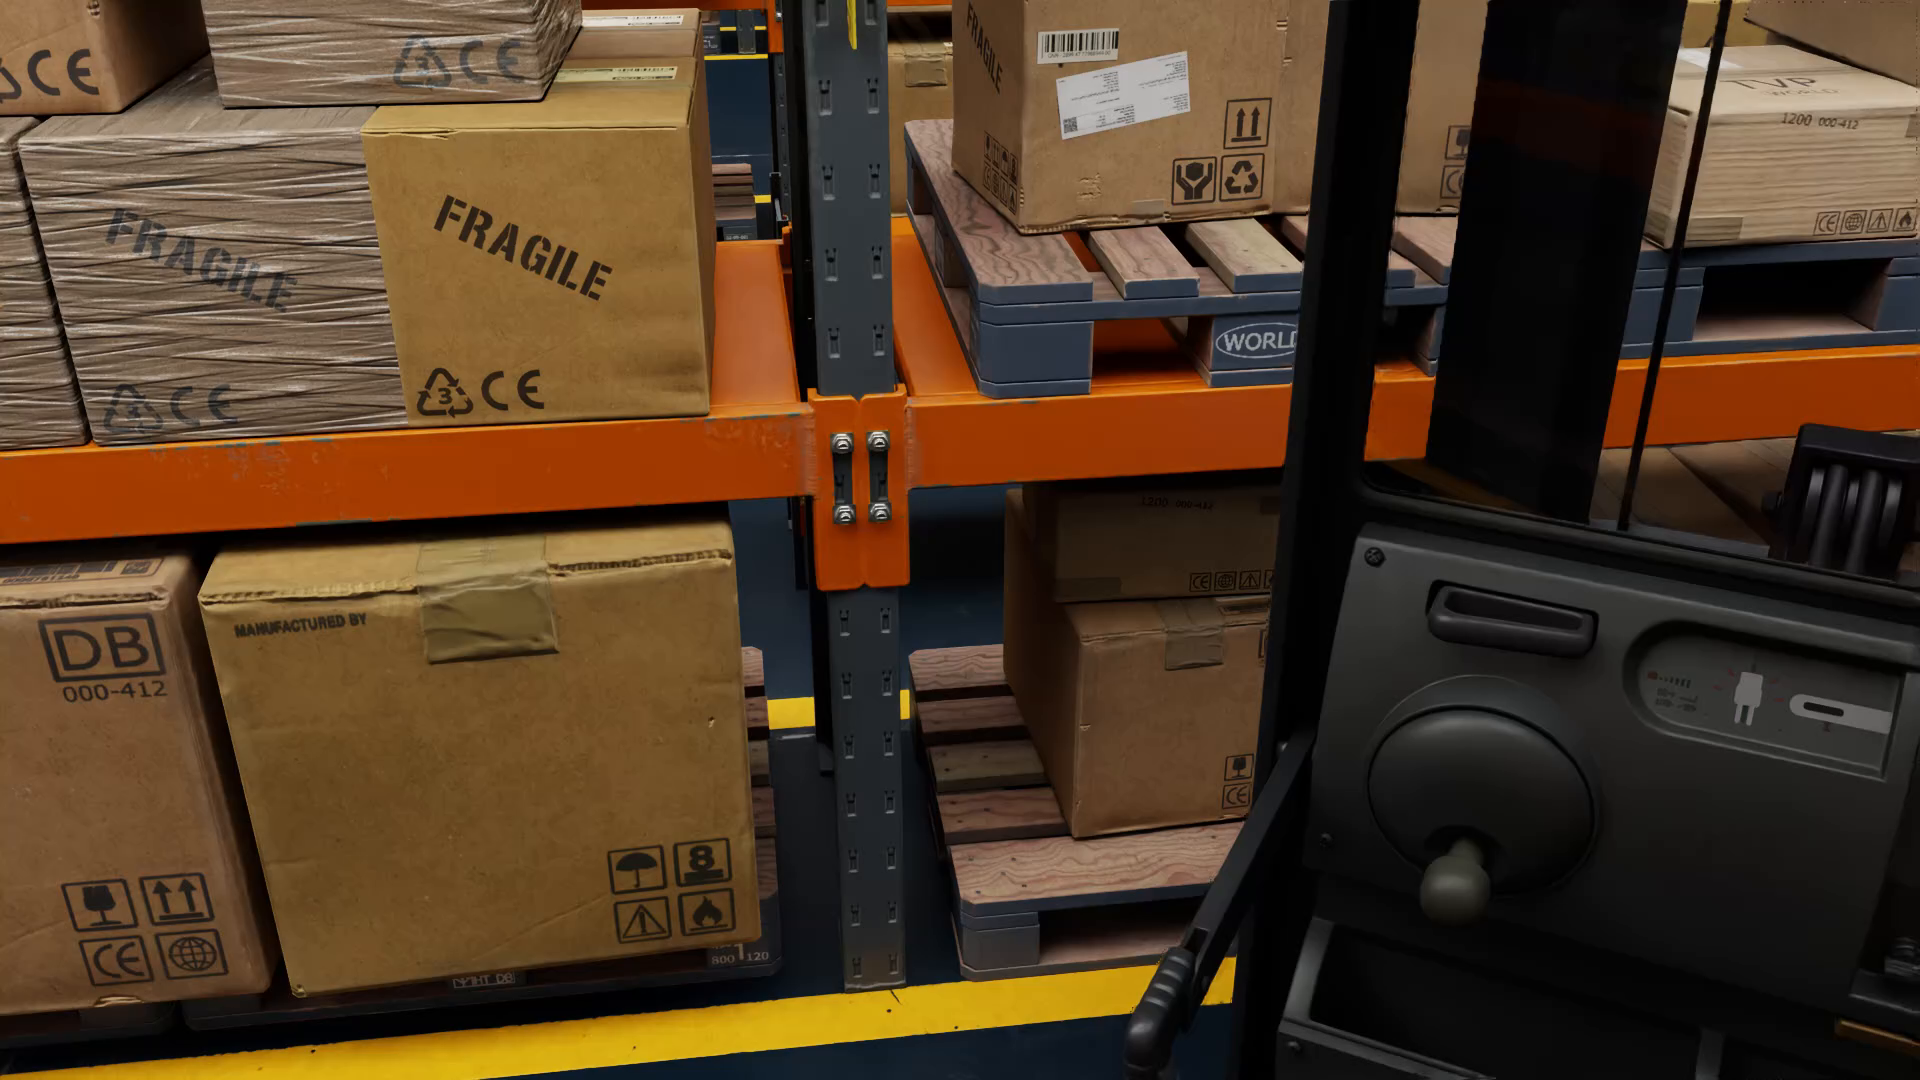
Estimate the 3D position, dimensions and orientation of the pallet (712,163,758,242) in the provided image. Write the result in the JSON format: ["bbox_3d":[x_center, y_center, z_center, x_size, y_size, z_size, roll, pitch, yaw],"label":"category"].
[{"bbox_3d":[-1.608,-1.588,8.113,1.213,0.211,1.003,-4,27,-7],"label":"pallet"}]

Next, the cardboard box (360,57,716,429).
[{"bbox_3d":[-0.697,-0.530,2.887,0.500,0.500,0.500,-3,27,-6],"label":"cardboard box"}]

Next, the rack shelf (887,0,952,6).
[{"bbox_3d":[1.146,-2.685,7.984,4.000,0.370,1.077,-4,27,-7],"label":"rack shelf"}]

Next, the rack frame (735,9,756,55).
[{"bbox_3d":[-1.624,-5.109,11.921,0.127,3.000,1.000,-4,27,-7],"label":"rack frame"}]

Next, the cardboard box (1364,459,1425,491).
[{"bbox_3d":[0.940,-0.141,3.673,0.500,0.250,0.500,-1,27,-1],"label":"cardboard box"}]

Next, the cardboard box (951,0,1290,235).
[{"bbox_3d":[0.286,-0.913,3.173,0.500,0.500,0.500,-7,28,-13],"label":"cardboard box"}]

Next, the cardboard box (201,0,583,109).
[{"bbox_3d":[-0.969,-1.080,2.861,0.637,0.503,0.797,-3,27,-5],"label":"cardboard box"}]

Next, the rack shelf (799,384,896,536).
[{"bbox_3d":[-0.007,-0.282,5.104,1.000,0.278,0.538,-4,27,-7],"label":"rack shelf"}]

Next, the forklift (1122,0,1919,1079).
[{"bbox_3d":[0.740,0.296,1.462,1.130,2.935,3.031,12,30,23],"label":"forklift"}]

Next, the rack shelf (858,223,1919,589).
[{"bbox_3d":[1.737,-0.436,3.602,4.000,0.370,1.077,-4,27,-7],"label":"rack shelf"}]

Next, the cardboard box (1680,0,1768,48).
[{"bbox_3d":[3.759,-2.382,8.473,0.875,0.875,0.875,-3,27,-6],"label":"cardboard box"}]

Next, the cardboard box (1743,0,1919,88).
[{"bbox_3d":[2.014,-0.964,3.270,0.637,0.503,0.797,-1,27,-2],"label":"cardboard box"}]

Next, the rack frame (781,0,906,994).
[{"bbox_3d":[-0.243,-0.629,3.190,0.127,3.000,1.000,-4,27,-7],"label":"rack frame"}]

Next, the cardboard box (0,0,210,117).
[{"bbox_3d":[-1.615,-1.040,2.783,0.637,0.503,0.797,-3,27,-6],"label":"cardboard box"}]

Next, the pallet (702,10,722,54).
[{"bbox_3d":[-2.415,-3.852,12.526,1.213,0.211,1.003,-4,27,-7],"label":"pallet"}]

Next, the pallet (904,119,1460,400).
[{"bbox_3d":[0.448,-0.637,3.416,1.003,0.211,1.213,-4,27,-7],"label":"pallet"}]

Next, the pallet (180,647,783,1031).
[{"bbox_3d":[-1.034,0.628,3.795,1.213,0.211,1.003,-4,27,-7],"label":"pallet"}]

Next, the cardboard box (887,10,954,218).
[{"bbox_3d":[-0.219,-2.061,7.986,0.750,0.750,1.050,-4,27,-8],"label":"cardboard box"}]

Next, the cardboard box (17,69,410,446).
[{"bbox_3d":[-1.192,-0.501,2.831,0.500,0.500,0.500,-4,27,-8],"label":"cardboard box"}]

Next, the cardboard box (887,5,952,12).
[{"bbox_3d":[-0.333,-4.208,12.585,0.625,0.372,0.950,-4,27,-8],"label":"cardboard box"}]

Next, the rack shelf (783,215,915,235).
[{"bbox_3d":[-0.007,-0.760,4.859,1.000,0.278,0.538,-4,27,-7],"label":"rack shelf"}]

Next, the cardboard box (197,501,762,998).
[{"bbox_3d":[-0.929,0.164,3.512,0.875,0.875,1.225,-5,28,-10],"label":"cardboard box"}]

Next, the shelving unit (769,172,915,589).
[{"bbox_3d":[-0.007,-0.500,4.992,1.048,1.125,0.538,-4,27,-7],"label":"shelving unit"}]

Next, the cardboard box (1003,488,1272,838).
[{"bbox_3d":[0.417,0.236,3.761,0.500,0.500,0.700,-5,28,-10],"label":"cardboard box"}]

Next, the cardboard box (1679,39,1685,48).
[{"bbox_3d":[1.370,-0.984,3.569,0.258,0.266,0.396,-4,27,-9],"label":"cardboard box"}]

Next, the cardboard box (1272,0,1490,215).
[{"bbox_3d":[0.825,-0.993,3.330,0.500,0.500,0.700,0,27,1],"label":"cardboard box"}]

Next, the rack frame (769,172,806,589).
[{"bbox_3d":[-0.510,-0.468,4.929,0.032,1.125,0.500,-4,27,-7],"label":"rack frame"}]

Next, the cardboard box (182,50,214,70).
[{"bbox_3d":[-1.273,-0.732,3.280,0.500,0.500,0.500,-4,27,-9],"label":"cardboard box"}]

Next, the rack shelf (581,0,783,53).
[{"bbox_3d":[-2.815,-2.430,7.488,4.000,0.370,1.077,-4,27,-7],"label":"rack shelf"}]

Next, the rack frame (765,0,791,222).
[{"bbox_3d":[-0.834,-2.877,7.572,0.127,3.000,1.000,-4,27,-7],"label":"rack frame"}]

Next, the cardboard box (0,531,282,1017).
[{"bbox_3d":[-1.813,0.217,3.408,0.875,0.875,1.225,-4,27,-7],"label":"cardboard box"}]

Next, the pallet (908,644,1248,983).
[{"bbox_3d":[0.531,0.563,3.922,1.213,0.211,1.003,-4,27,-7],"label":"pallet"}]

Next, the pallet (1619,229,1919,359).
[{"bbox_3d":[1.711,-0.688,3.515,1.213,0.211,1.003,-4,27,-7],"label":"pallet"}]

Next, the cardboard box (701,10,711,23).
[{"bbox_3d":[-2.319,-4.344,12.298,0.875,0.875,0.875,-4,27,-8],"label":"cardboard box"}]

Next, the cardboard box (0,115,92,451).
[{"bbox_3d":[-1.706,-0.466,2.764,0.500,0.500,0.500,-5,28,-9],"label":"cardboard box"}]

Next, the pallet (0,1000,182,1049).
[{"bbox_3d":[-2.240,0.704,3.647,1.213,0.211,1.003,-4,27,-7],"label":"pallet"}]

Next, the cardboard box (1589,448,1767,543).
[{"bbox_3d":[1.525,0.156,3.917,0.500,0.500,0.700,-1,27,-3],"label":"cardboard box"}]

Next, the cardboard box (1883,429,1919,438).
[{"bbox_3d":[2.632,0.084,4.056,0.500,0.500,0.700,-4,27,-7],"label":"cardboard box"}]

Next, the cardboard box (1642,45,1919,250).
[{"bbox_3d":[1.449,-0.752,3.133,0.500,0.250,0.500,-4,27,-9],"label":"cardboard box"}]

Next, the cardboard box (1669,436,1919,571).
[{"bbox_3d":[2.078,0.120,3.986,0.500,0.500,0.700,-6,28,-12],"label":"cardboard box"}]

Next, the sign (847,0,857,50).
[{"bbox_3d":[-0.163,-0.893,2.437,0.005,0.325,0.100,-4,27,-7],"label":"sign"}]

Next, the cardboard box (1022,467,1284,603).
[{"bbox_3d":[0.416,-0.102,3.598,0.500,0.250,0.500,-3,27,-5],"label":"cardboard box"}]

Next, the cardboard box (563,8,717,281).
[{"bbox_3d":[-0.762,-0.765,3.346,0.500,0.500,0.500,-3,27,-6],"label":"cardboard box"}]

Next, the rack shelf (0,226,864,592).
[{"bbox_3d":[-2.224,-0.181,3.106,4.000,0.370,1.077,-4,27,-7],"label":"rack shelf"}]
